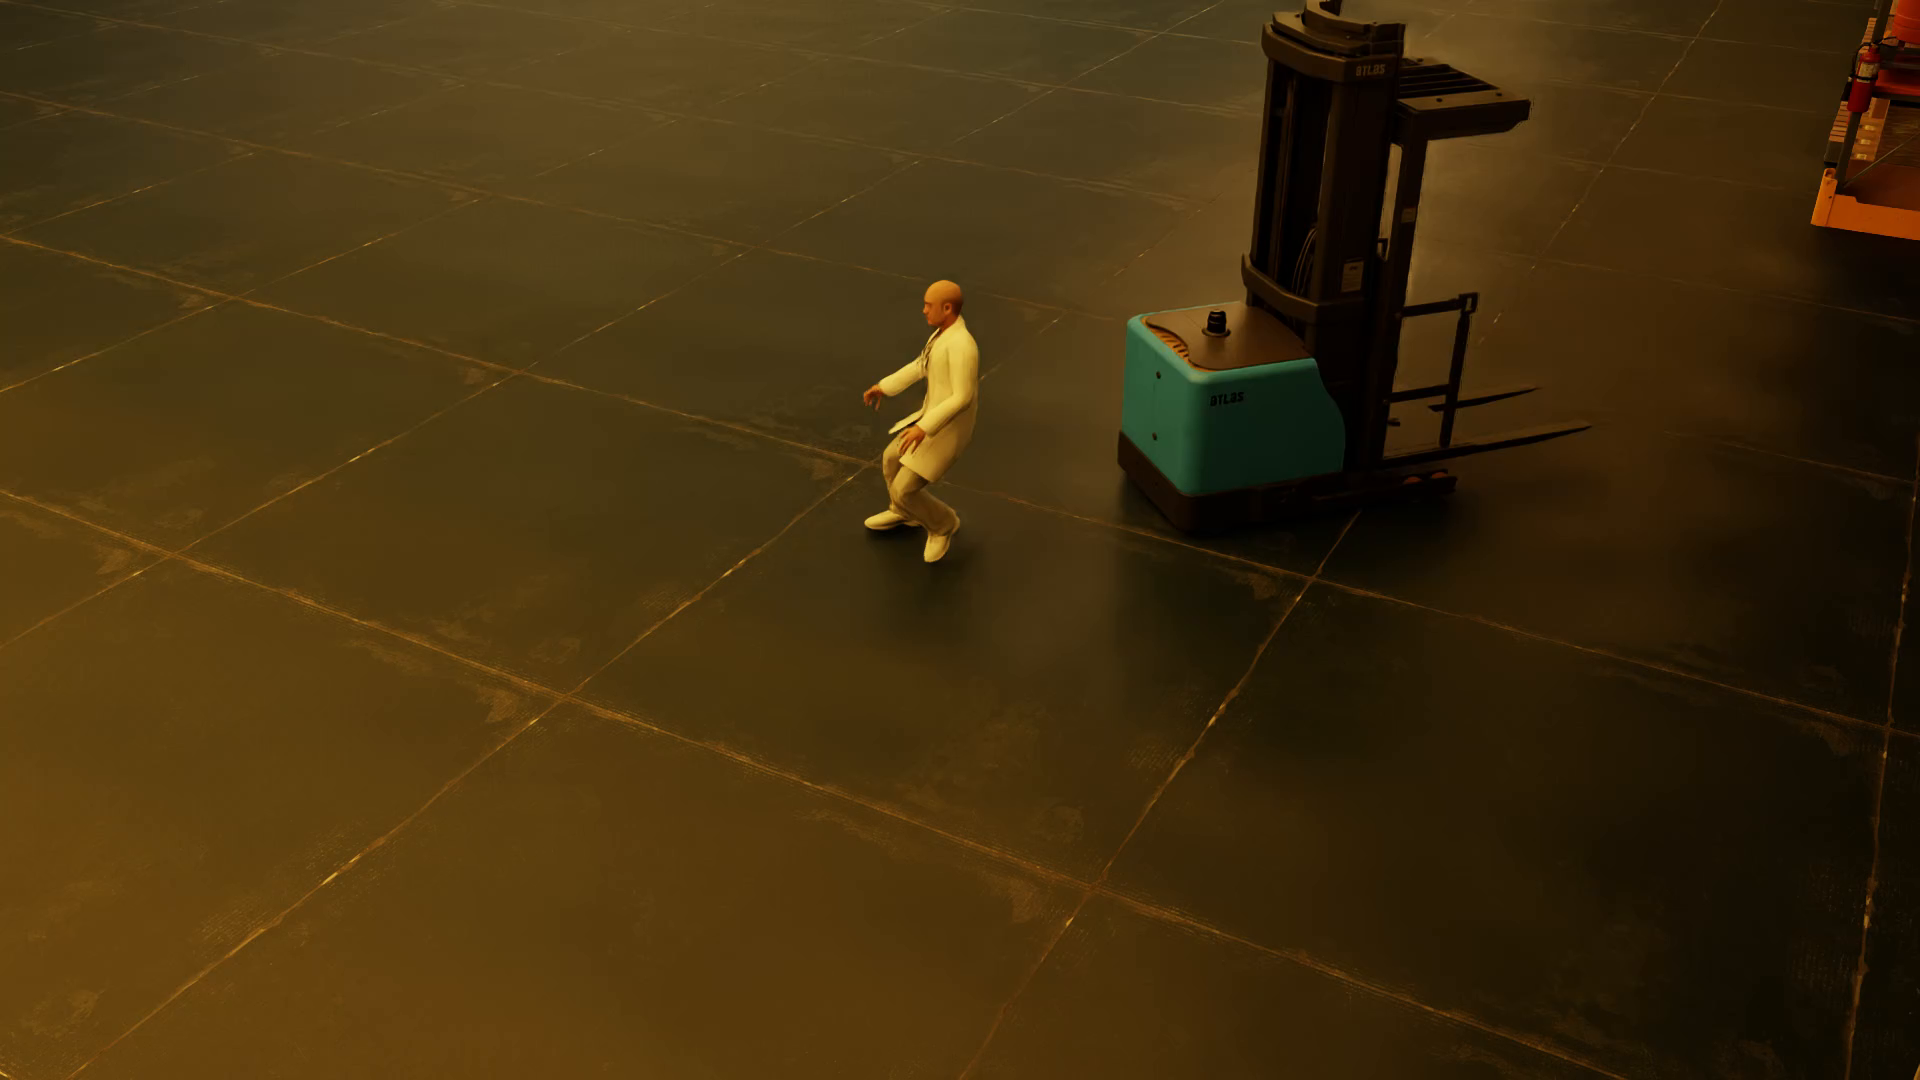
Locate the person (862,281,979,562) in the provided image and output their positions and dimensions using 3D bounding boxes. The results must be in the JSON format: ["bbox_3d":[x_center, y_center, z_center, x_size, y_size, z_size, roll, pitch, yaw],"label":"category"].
[{"bbox_3d":[-0.227,-0.682,9.531,0.628,1.646,0.844,-5,30,-8],"label":"person"}]

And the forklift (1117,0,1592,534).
[{"bbox_3d":[2.589,-1.737,10.080,3.031,2.935,1.130,-10,31,-16],"label":"forklift"}]
